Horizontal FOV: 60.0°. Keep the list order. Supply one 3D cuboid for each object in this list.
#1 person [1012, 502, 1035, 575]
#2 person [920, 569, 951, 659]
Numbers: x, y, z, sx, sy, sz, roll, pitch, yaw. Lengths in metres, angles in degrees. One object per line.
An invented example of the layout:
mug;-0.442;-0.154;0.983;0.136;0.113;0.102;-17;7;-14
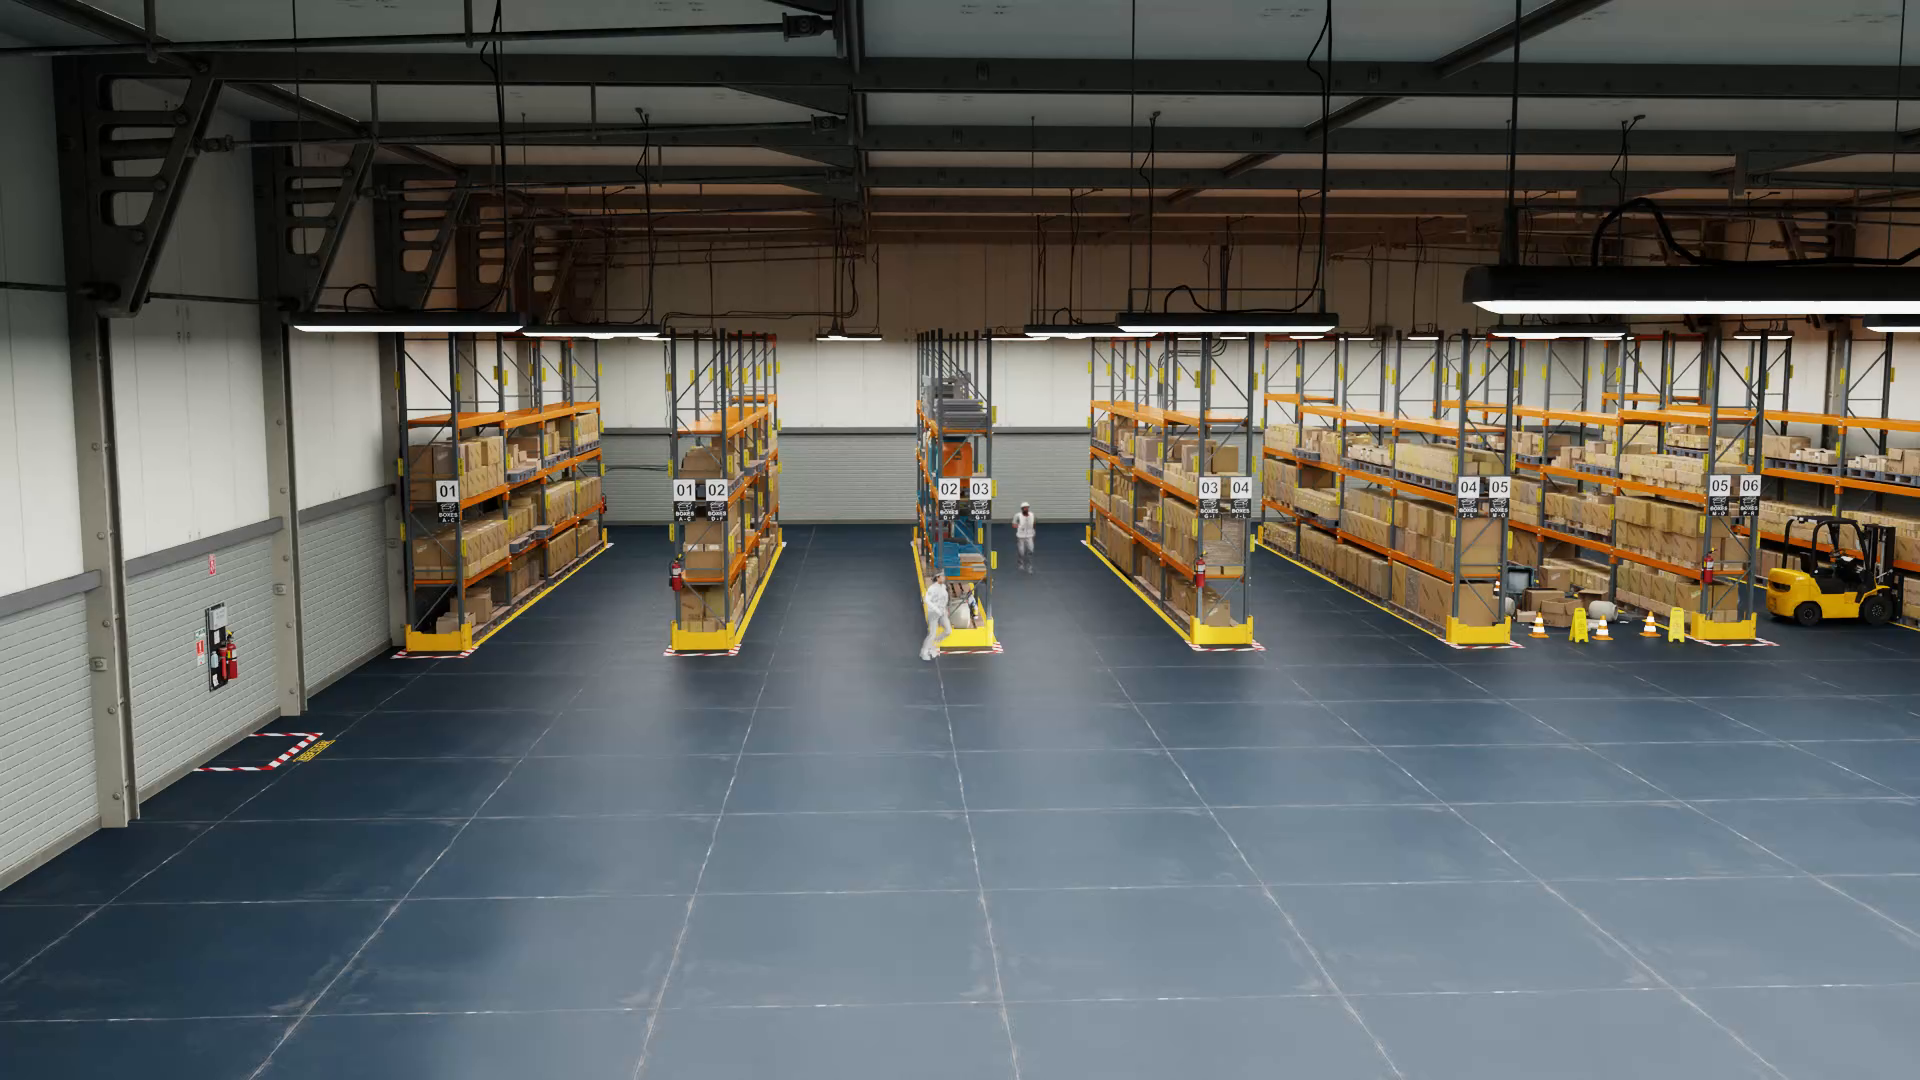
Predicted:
person;1.612;-0.039;41.525;0.659;1.830;0.762;-1;7;-11
person;-0.381;1.339;30.336;0.550;1.634;0.675;6;9;41
